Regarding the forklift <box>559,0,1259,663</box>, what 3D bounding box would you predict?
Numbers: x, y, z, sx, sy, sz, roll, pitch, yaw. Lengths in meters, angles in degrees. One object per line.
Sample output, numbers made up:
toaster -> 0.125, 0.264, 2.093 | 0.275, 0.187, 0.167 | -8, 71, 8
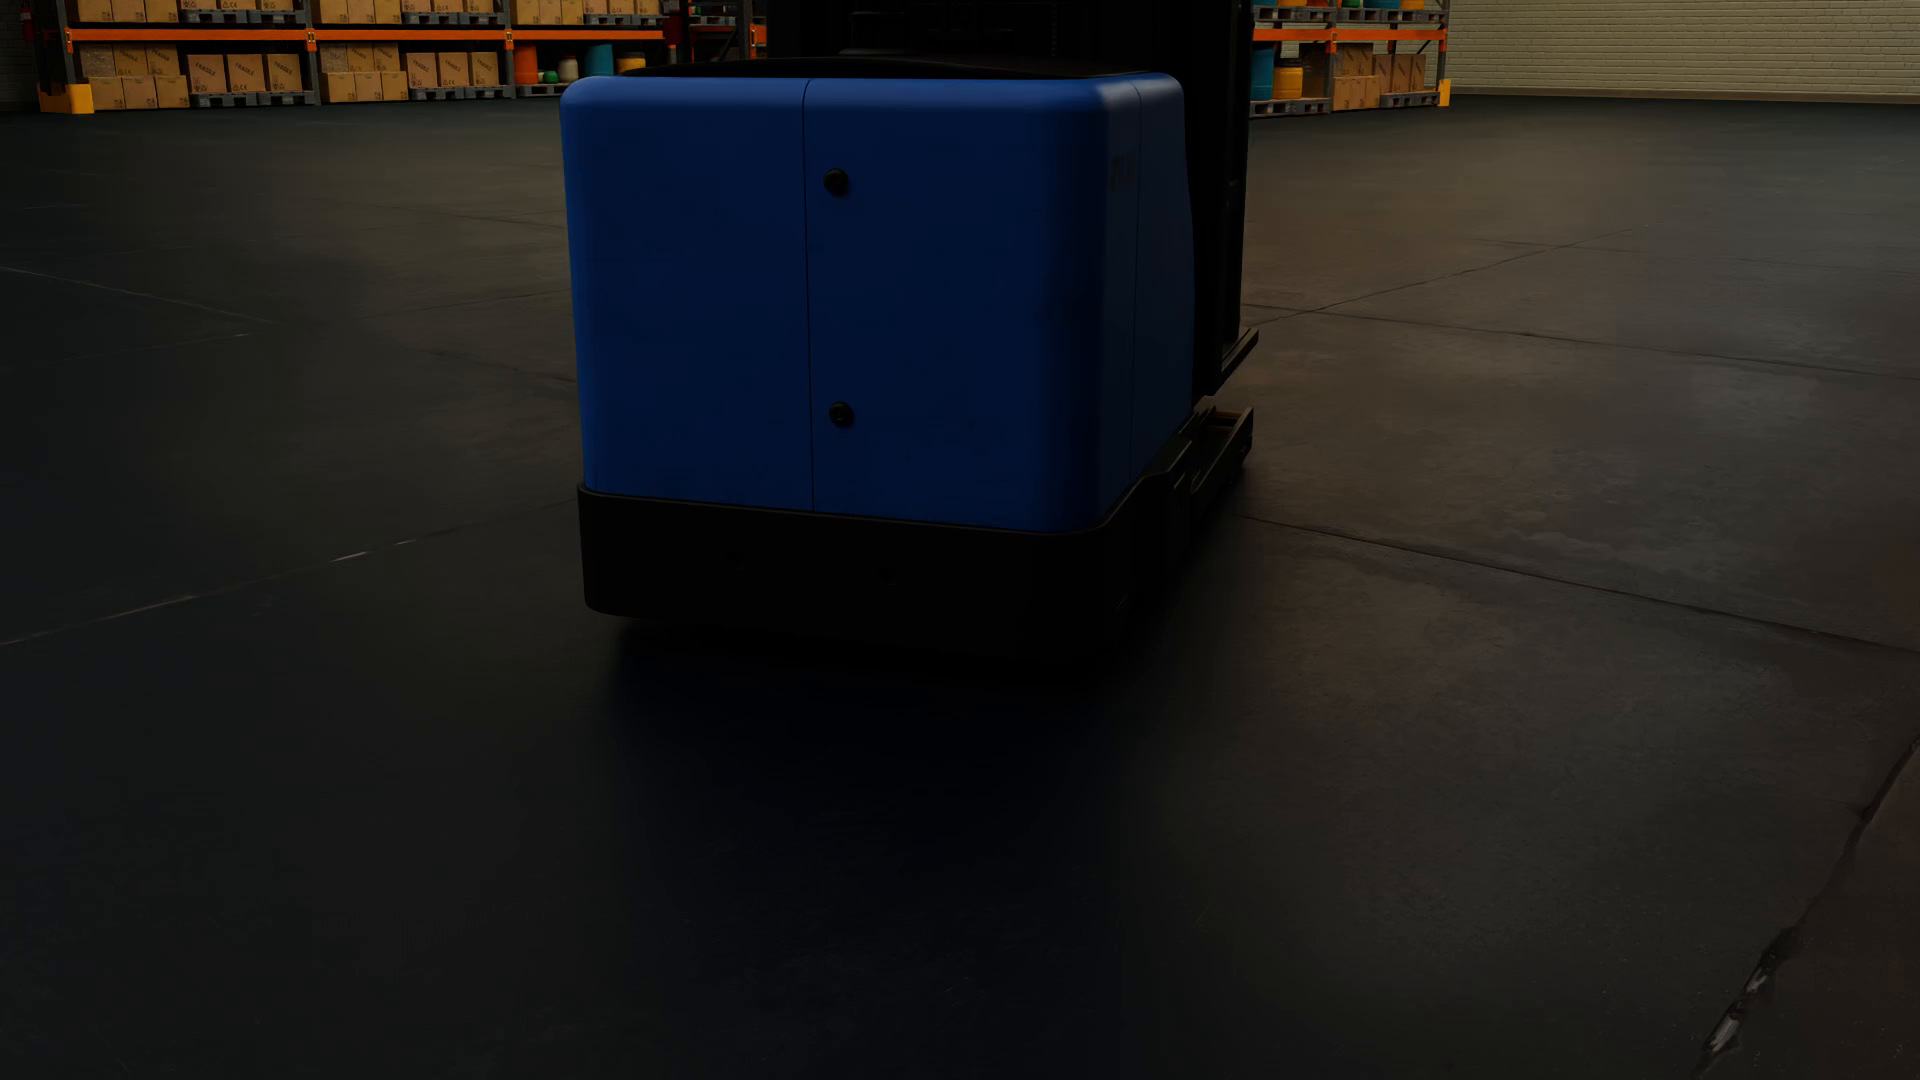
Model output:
forklift -> 0.182, -1.571, 4.072 | 1.130, 2.935, 3.031 | 5, 18, 17
